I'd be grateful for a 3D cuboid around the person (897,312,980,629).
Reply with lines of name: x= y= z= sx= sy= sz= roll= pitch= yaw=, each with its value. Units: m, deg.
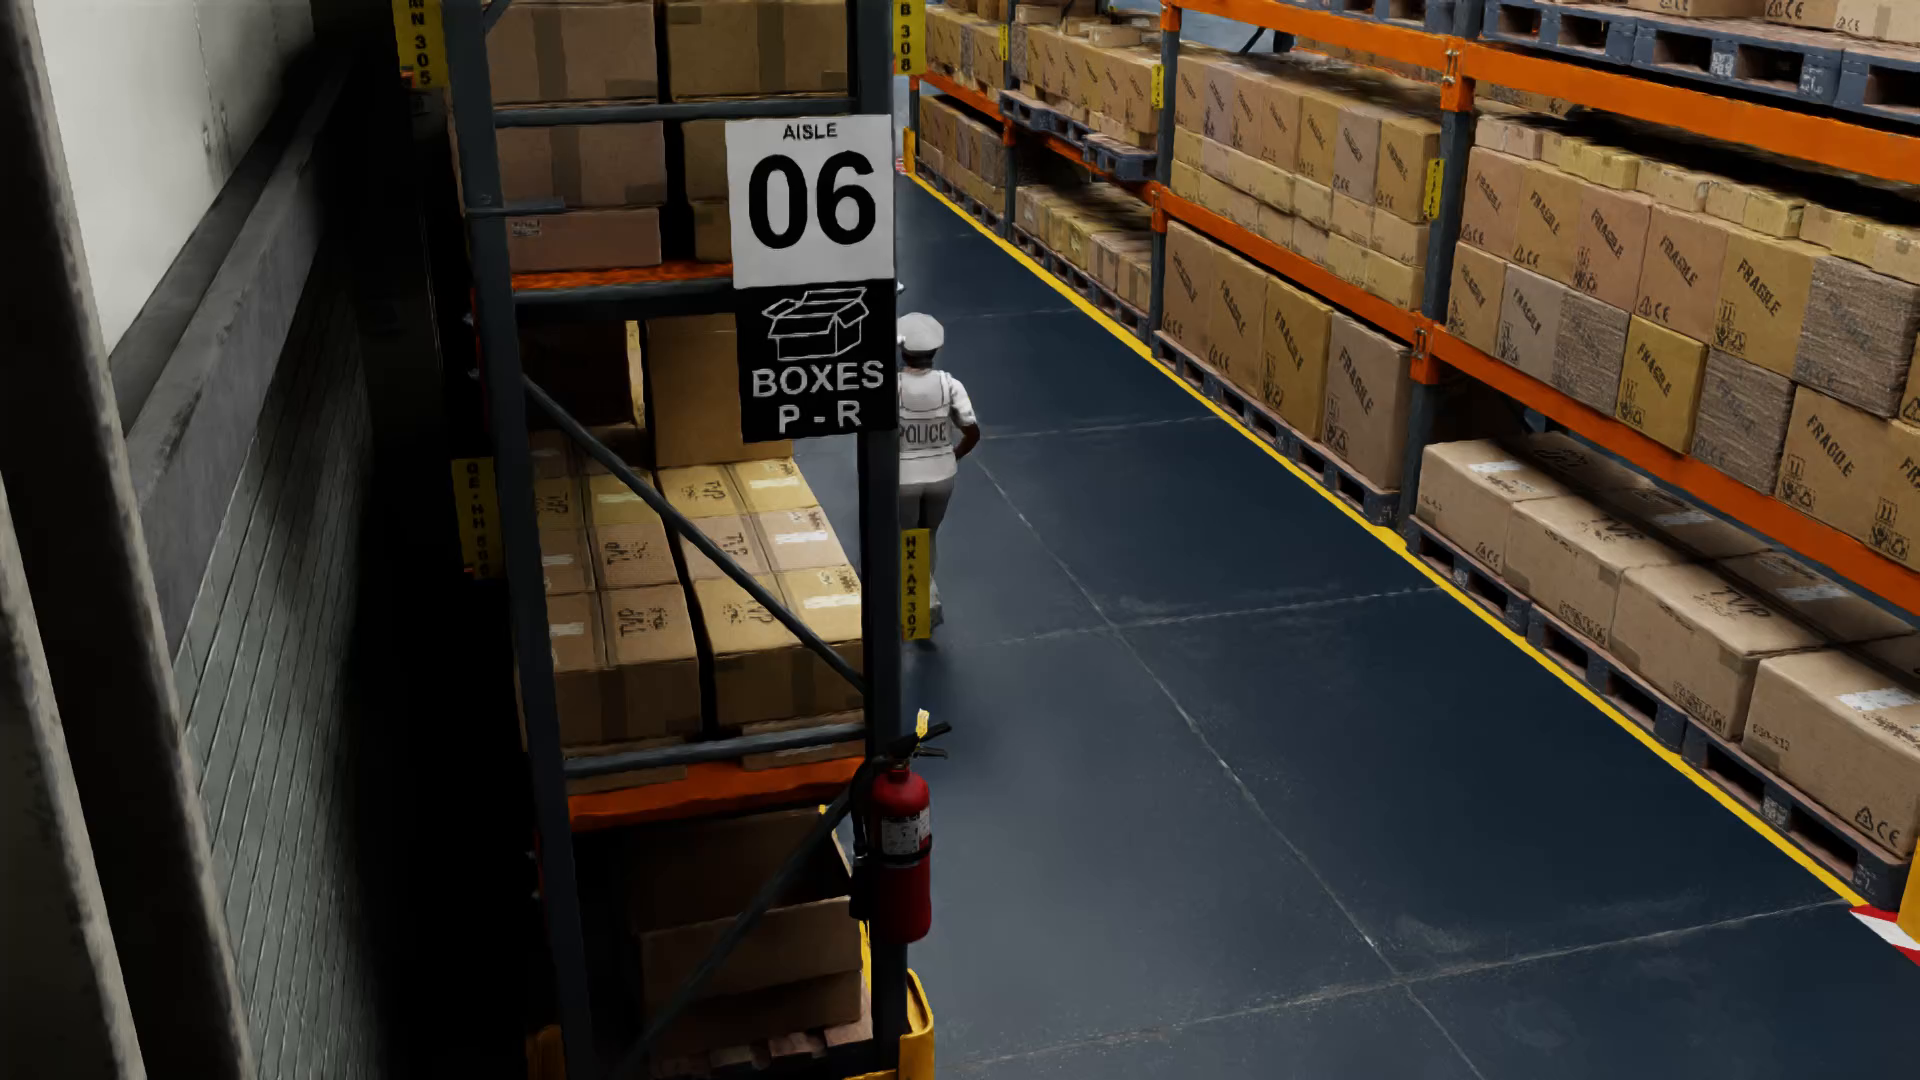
person: x=-0.217 y=-0.308 z=8.298 sx=0.593 sy=1.669 sz=0.628 roll=-5 pitch=24 yaw=-12
